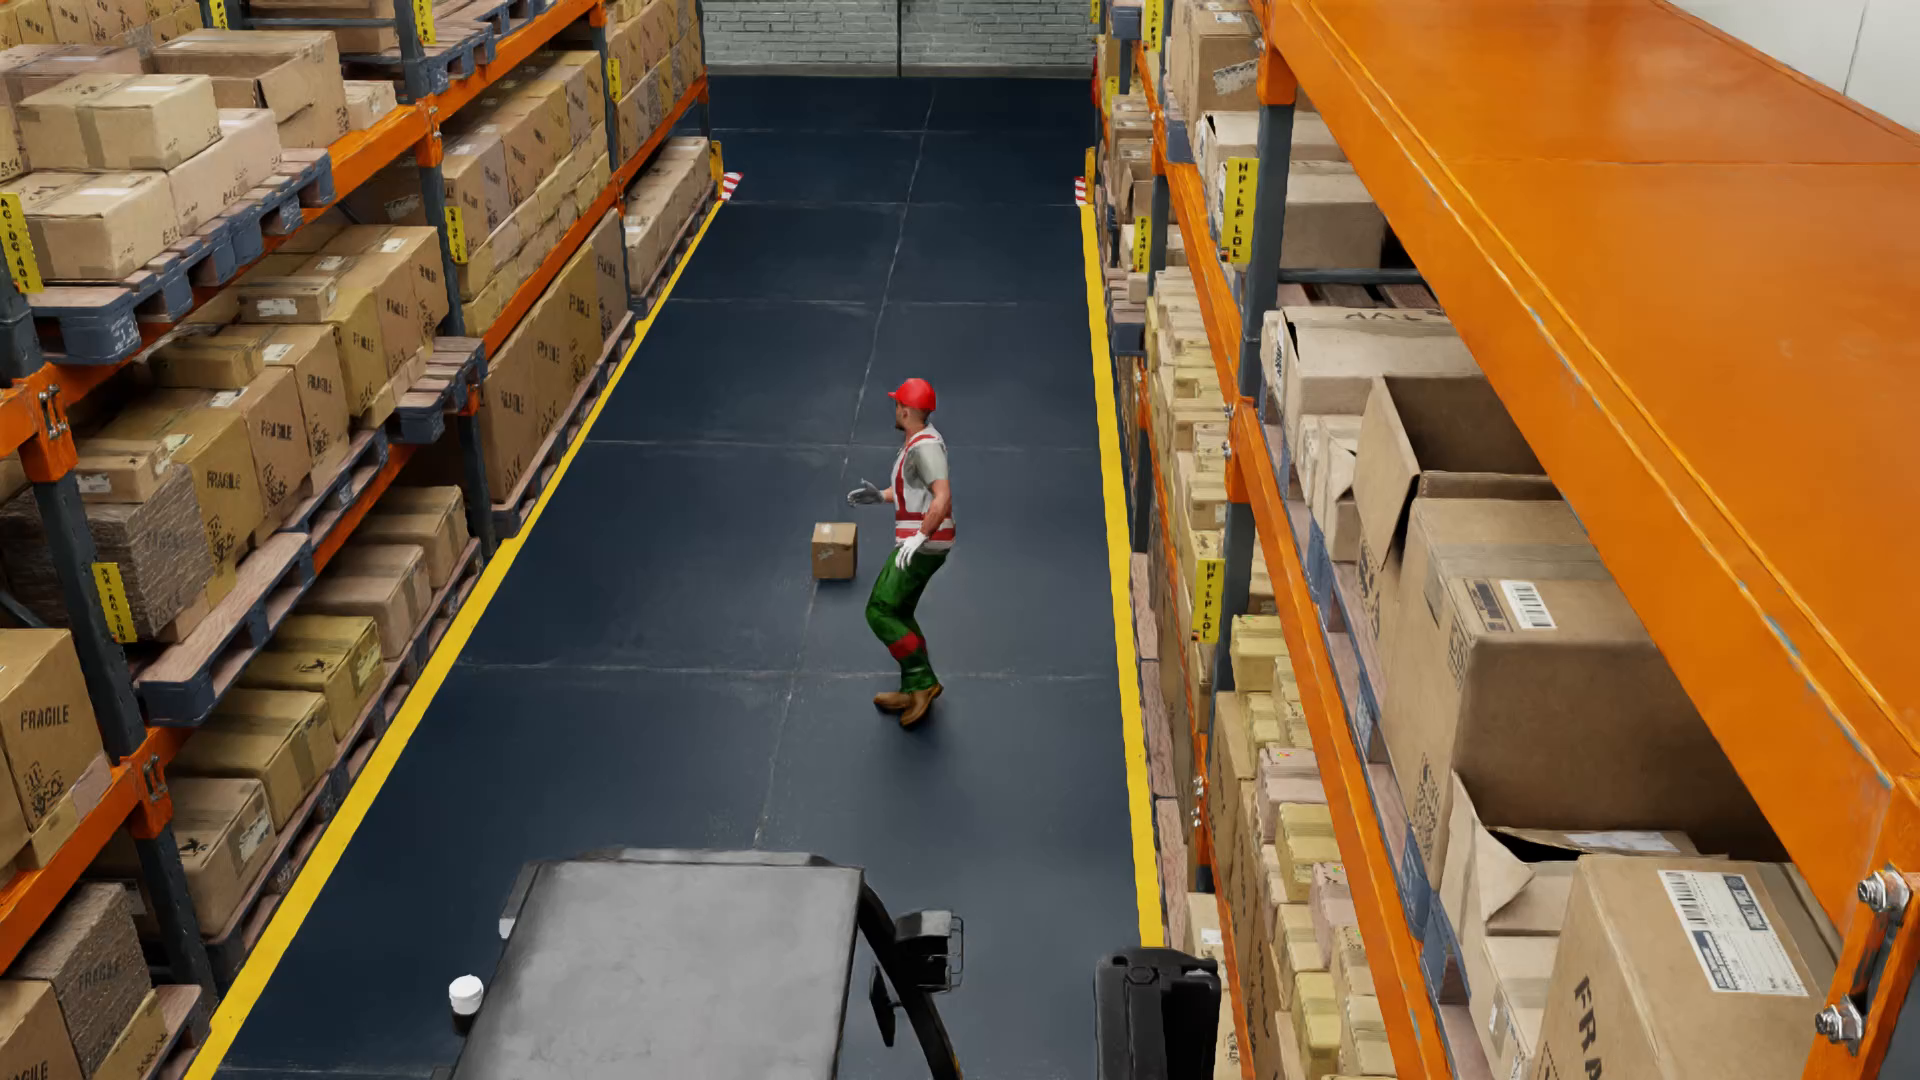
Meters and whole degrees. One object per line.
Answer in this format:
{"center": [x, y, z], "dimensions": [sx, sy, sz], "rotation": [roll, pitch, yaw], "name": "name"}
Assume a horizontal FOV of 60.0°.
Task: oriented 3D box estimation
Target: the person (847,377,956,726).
{"center": [-0.306, 0.051, 8.637], "dimensions": [0.565, 1.662, 0.922], "rotation": [0, 28, 0], "name": "person"}
